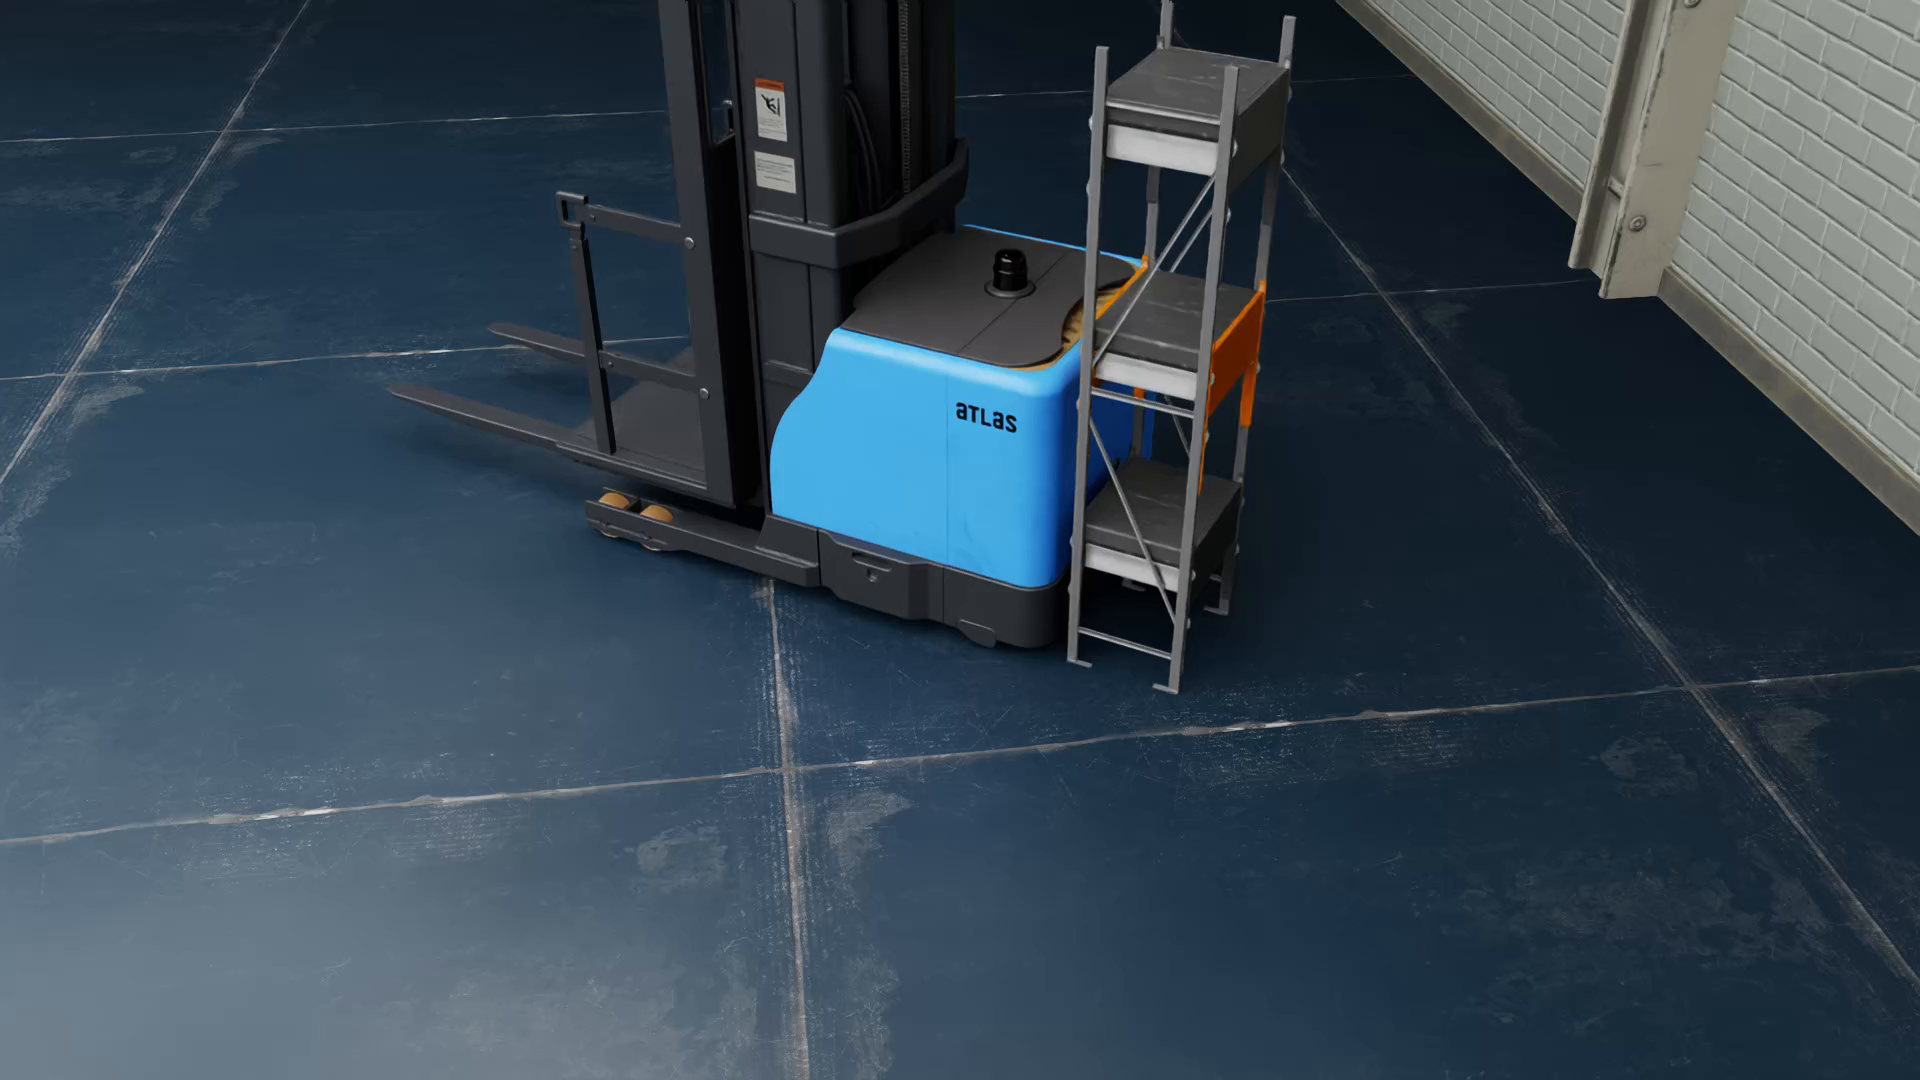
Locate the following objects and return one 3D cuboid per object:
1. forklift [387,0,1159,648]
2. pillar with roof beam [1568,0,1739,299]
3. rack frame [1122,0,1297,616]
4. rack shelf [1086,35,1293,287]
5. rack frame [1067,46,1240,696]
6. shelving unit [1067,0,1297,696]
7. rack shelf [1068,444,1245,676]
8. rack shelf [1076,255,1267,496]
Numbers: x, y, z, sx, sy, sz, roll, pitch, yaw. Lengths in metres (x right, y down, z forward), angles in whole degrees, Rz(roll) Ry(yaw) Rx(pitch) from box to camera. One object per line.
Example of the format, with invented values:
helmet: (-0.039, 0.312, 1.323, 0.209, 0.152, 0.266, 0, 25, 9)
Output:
forklift: (-0.829, -1.418, 5.728, 3.031, 2.935, 1.130, 16, 37, 22)
pillar with roof beam: (-1.070, -4.665, 5.105, 9.100, 9.000, 0.400, -4, 35, -6)
rack frame: (0.766, -0.653, 5.343, 0.400, 2.100, 0.015, 16, 37, 22)
rack shelf: (0.656, -1.097, 4.777, 0.431, 0.518, 0.480, 16, 37, 22)
rack frame: (0.545, -0.408, 4.984, 0.400, 2.100, 0.015, 16, 37, 22)
shelving unit: (0.656, -0.530, 5.163, 0.431, 2.100, 0.503, 16, 37, 22)
rack shelf: (0.655, 0.059, 5.565, 0.431, 0.518, 0.480, 16, 37, 22)
rack shelf: (0.656, -0.519, 5.171, 0.431, 0.518, 0.480, 16, 37, 22)
